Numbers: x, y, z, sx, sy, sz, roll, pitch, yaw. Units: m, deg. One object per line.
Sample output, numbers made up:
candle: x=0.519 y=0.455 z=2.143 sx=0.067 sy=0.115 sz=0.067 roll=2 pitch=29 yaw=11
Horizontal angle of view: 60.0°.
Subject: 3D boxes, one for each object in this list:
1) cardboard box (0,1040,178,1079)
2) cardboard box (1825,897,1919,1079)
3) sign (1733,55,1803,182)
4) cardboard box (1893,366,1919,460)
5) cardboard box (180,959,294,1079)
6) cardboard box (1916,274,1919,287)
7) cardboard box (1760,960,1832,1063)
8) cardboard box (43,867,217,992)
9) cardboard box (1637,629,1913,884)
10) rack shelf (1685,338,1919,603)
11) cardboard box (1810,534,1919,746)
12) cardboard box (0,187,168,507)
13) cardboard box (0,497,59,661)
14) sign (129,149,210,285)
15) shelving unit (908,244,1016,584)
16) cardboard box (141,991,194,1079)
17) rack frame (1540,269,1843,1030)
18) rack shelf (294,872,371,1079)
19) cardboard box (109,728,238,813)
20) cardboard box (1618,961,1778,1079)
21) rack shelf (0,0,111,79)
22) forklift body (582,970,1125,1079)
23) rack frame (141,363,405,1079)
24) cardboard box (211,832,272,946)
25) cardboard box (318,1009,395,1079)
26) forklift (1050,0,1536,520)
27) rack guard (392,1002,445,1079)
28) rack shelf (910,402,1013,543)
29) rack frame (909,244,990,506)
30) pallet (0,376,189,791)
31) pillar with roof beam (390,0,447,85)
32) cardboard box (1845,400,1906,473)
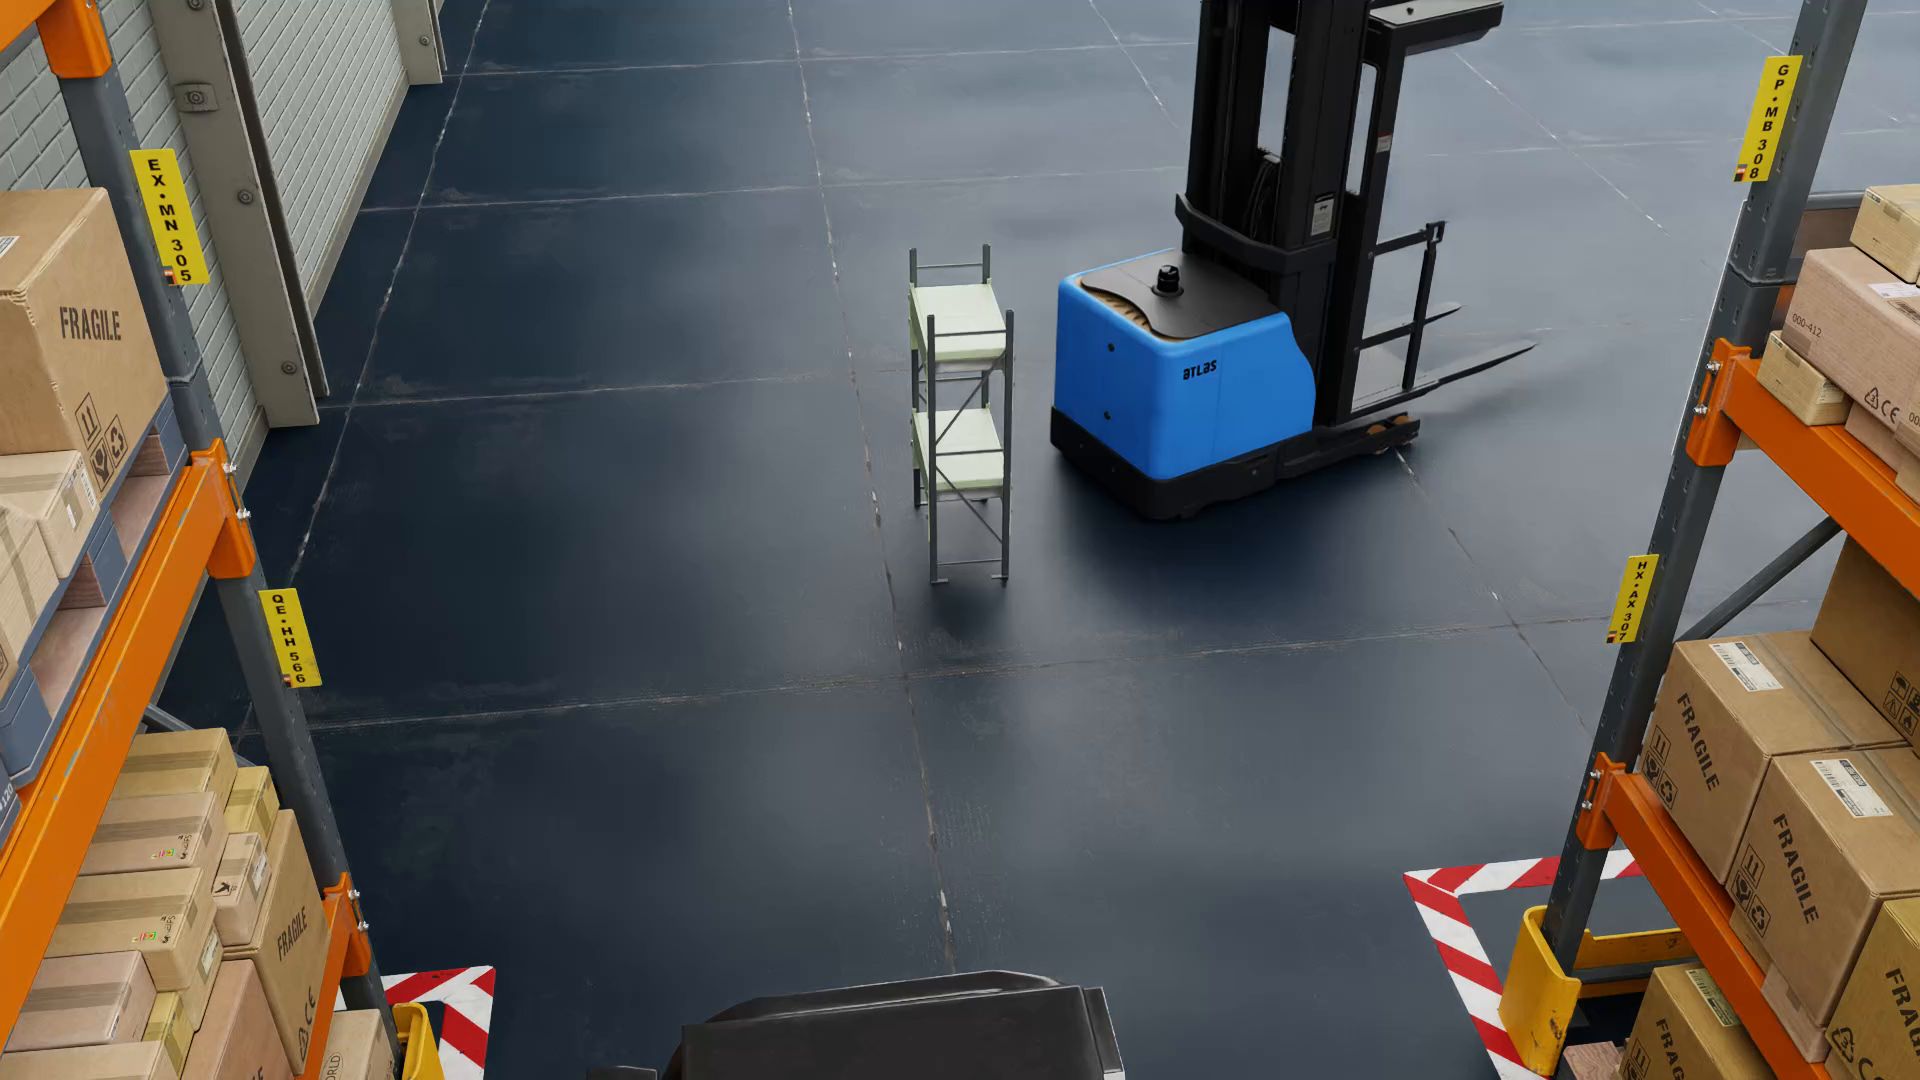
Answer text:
cardboard box: x=-1.848 y=1.188 z=3.414 sx=0.380 sy=0.149 sz=0.250 roll=-4 pitch=34 yaw=-5
cardboard box: x=2.513 y=1.192 z=3.985 sx=0.500 sy=0.500 sz=0.500 roll=-5 pitch=35 yaw=-7
sign: x=2.044 y=-1.062 z=4.205 sx=0.100 sy=0.325 sz=0.005 roll=-4 pitch=35 yaw=-6
cardboard box: x=2.444 y=-0.220 z=3.615 sx=0.500 sy=0.250 sz=0.500 roll=-5 pitch=35 yaw=-7
cardboard box: x=-1.949 y=1.379 z=3.973 sx=0.500 sy=0.500 sz=0.500 roll=-3 pitch=34 yaw=-5
cardboard box: x=2.477 y=-0.614 z=3.839 sx=0.380 sy=0.149 sz=0.250 roll=-5 pitch=35 yaw=-7
cardboard box: x=2.414 y=1.246 z=4.481 sx=0.380 sy=0.149 sz=0.250 roll=-4 pitch=34 yaw=-6
cardboard box: x=-1.953 y=0.907 z=3.827 sx=0.380 sy=0.149 sz=0.250 roll=-4 pitch=34 yaw=-5
cardboard box: x=2.371 y=0.619 z=4.825 sx=0.500 sy=0.500 sz=0.500 roll=-5 pitch=35 yaw=-7
rack shelf: x=2.851 y=0.672 z=3.076 sx=1.077 sy=0.370 sz=4.000 roll=-4 pitch=35 yaw=-6
cardboard box: x=2.867 y=0.189 z=4.568 sx=0.700 sy=0.500 sz=0.500 roll=-5 pitch=35 yaw=-8
cardboard box: x=-2.035 y=-0.391 z=3.447 sx=0.500 sy=0.500 sz=0.500 roll=-3 pitch=34 yaw=-5
cardboard box: x=-1.890 y=0.058 z=2.996 sx=0.396 sy=0.266 sz=0.258 roll=-4 pitch=35 yaw=-6
sign: x=-1.797 y=-0.730 z=3.778 sx=0.100 sy=0.325 sz=0.005 roll=-4 pitch=35 yaw=-6
shelving unit: x=-0.001 y=-0.623 z=8.333 sx=0.431 sy=1.500 sz=0.755 roll=-4 pitch=35 yaw=-6
cardboard box: x=-1.952 y=1.168 z=3.708 sx=0.380 sy=0.149 sz=0.250 roll=-5 pitch=35 yaw=-7
rack frame: x=2.582 y=0.498 z=5.356 sx=1.000 sy=3.000 sz=0.127 roll=-4 pitch=35 yaw=-6
rack shelf: x=-2.067 y=2.289 z=3.366 sx=1.077 sy=0.370 sz=4.000 roll=-4 pitch=35 yaw=-6
cardboard box: x=-2.079 y=0.627 z=4.237 sx=0.380 sy=0.149 sz=0.250 roll=-4 pitch=35 yaw=-6
cardboard box: x=2.420 y=1.635 z=5.090 sx=0.500 sy=0.500 sz=0.500 roll=-5 pitch=35 yaw=-8
rack shelf: x=-2.067 y=-0.025 z=1.789 sx=1.077 sy=0.370 sz=4.000 roll=-4 pitch=35 yaw=-6
forklift body: x=-0.273 y=2.147 z=3.690 sx=2.313 sy=2.155 sz=1.214 roll=-4 pitch=35 yaw=-6
rack frame: x=-2.336 y=0.876 z=4.801 sx=1.000 sy=3.000 sz=0.127 roll=-4 pitch=35 yaw=-6
cardboard box: x=-1.948 y=0.879 z=4.132 sx=0.380 sy=0.149 sz=0.250 roll=-4 pitch=34 yaw=-6
cardboard box: x=-1.965 y=1.659 z=4.833 sx=0.500 sy=0.250 sz=0.500 roll=-3 pitch=34 yaw=-5
forklift: x=2.037 y=-1.932 z=8.982 sx=3.031 sy=2.935 sz=1.130 roll=-19 pitch=39 yaw=-26
rack guard: x=-2.339 y=1.895 z=5.525 sx=1.175 sy=0.500 sz=0.348 roll=-4 pitch=35 yaw=-6
rack shelf: x=-0.001 y=-0.354 z=8.517 sx=0.431 sy=0.370 sz=0.720 roll=-4 pitch=35 yaw=-6
rack frame: x=-0.050 y=-0.828 z=8.633 sx=0.400 sy=1.500 sz=0.023 roll=-4 pitch=35 yaw=-6
pallet: x=-2.267 y=0.069 z=3.400 sx=1.003 sy=0.211 sz=1.213 roll=-4 pitch=35 yaw=-6
pillar with roof beam: x=-0.484 y=-8.169 z=12.746 sx=9.100 sy=9.000 sz=0.400 roll=-4 pitch=35 yaw=-6
cardboard box: x=2.429 y=-0.289 z=4.069 sx=0.380 sy=0.149 sz=0.250 roll=-5 pitch=35 yaw=-8
